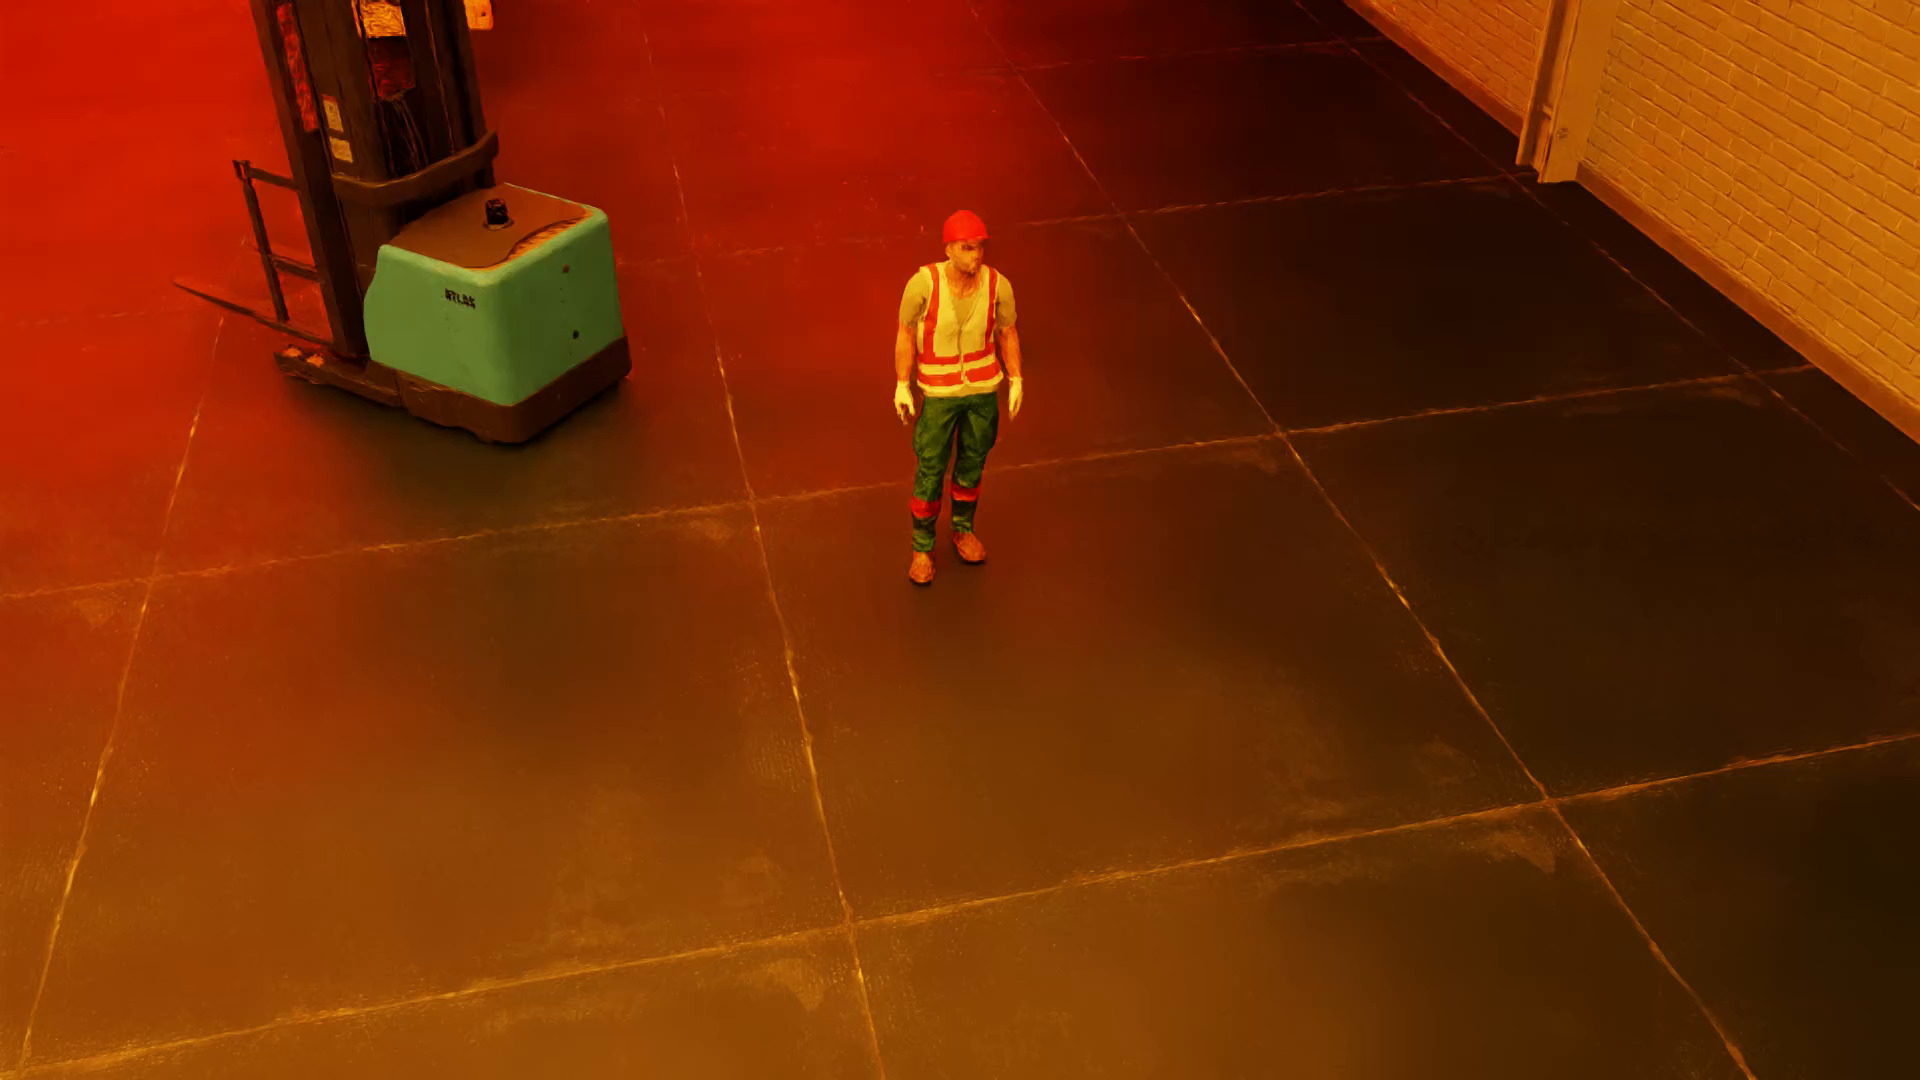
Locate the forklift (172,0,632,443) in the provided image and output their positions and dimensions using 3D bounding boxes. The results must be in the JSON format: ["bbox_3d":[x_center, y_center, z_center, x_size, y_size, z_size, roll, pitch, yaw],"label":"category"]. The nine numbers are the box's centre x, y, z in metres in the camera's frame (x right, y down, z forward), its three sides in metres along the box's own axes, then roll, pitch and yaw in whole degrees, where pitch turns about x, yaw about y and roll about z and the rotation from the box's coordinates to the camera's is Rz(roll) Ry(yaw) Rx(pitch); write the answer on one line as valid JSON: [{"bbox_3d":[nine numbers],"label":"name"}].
[{"bbox_3d":[-3.478,-2.355,9.323,3.031,2.935,1.130,19,40,24],"label":"forklift"}]

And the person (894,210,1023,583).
[{"bbox_3d":[0.007,-0.684,7.967,0.637,1.787,0.563,-8,36,-11],"label":"person"}]
